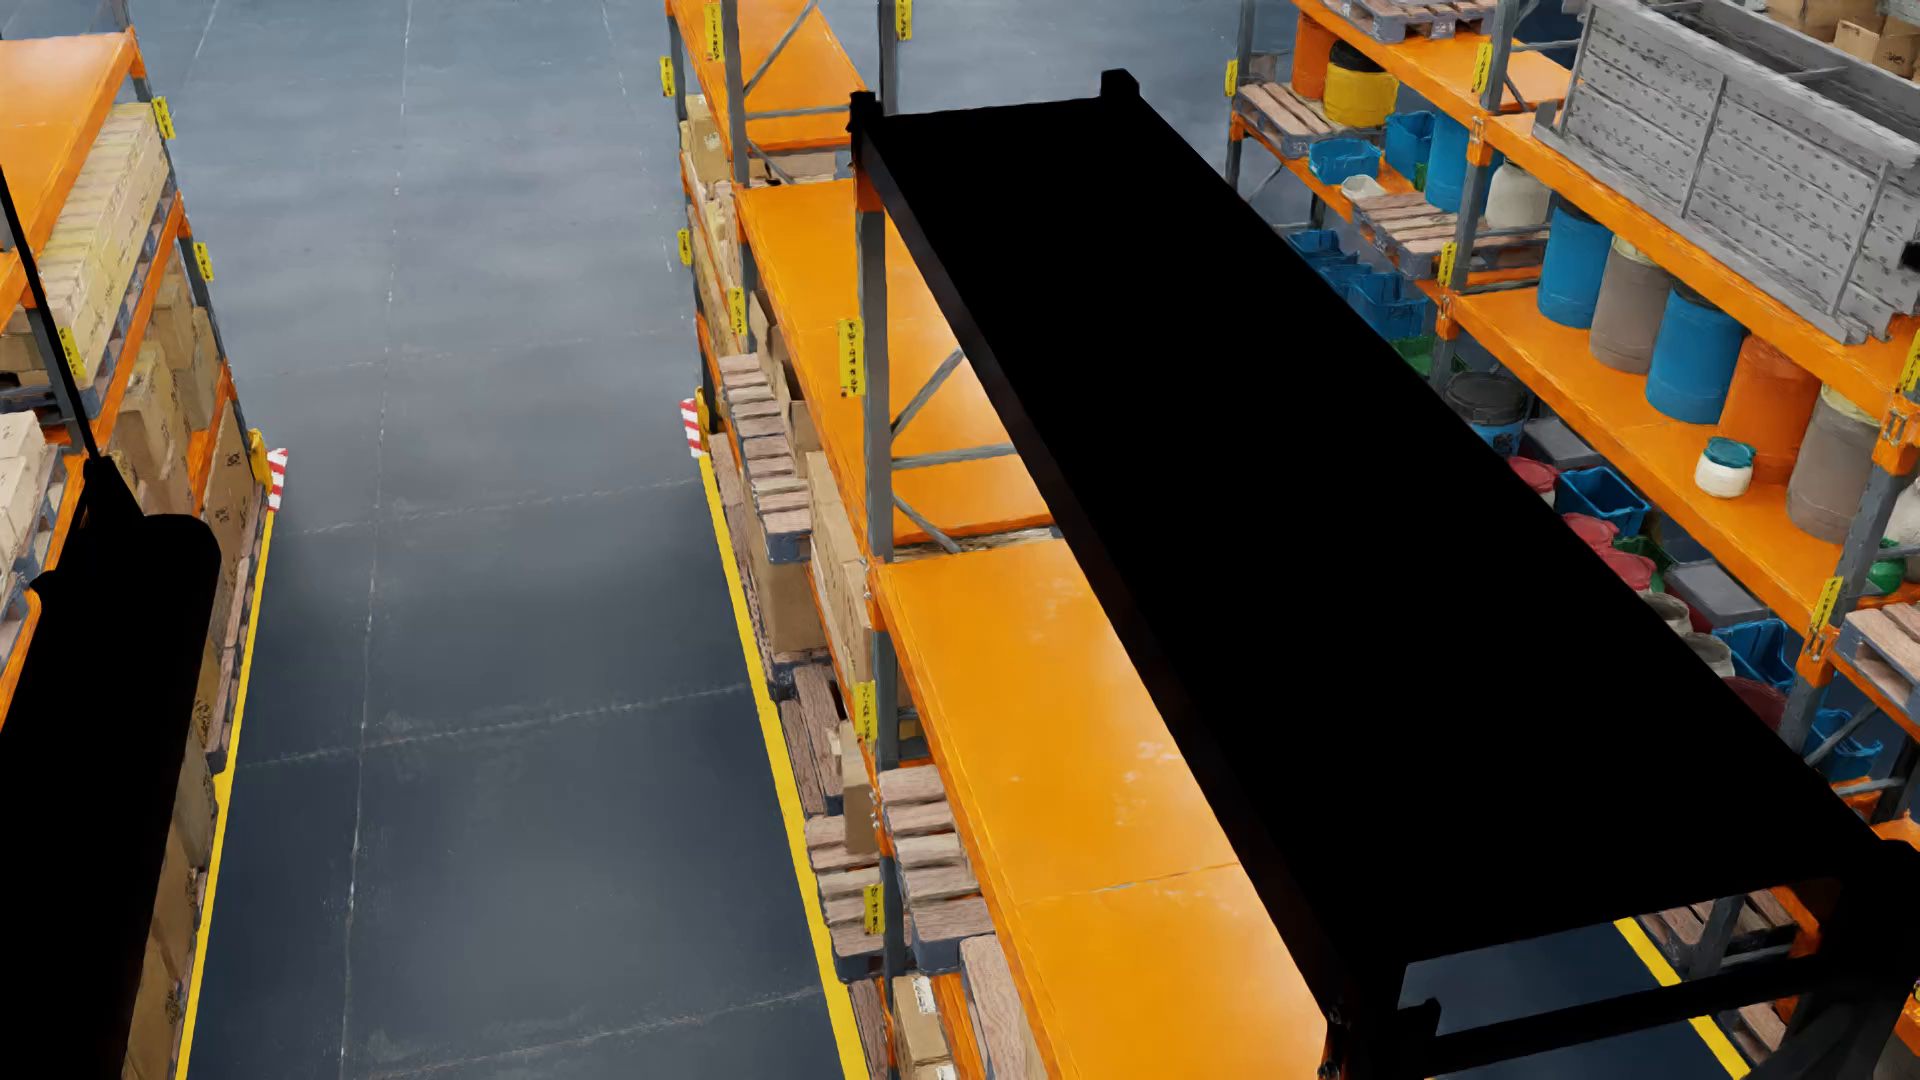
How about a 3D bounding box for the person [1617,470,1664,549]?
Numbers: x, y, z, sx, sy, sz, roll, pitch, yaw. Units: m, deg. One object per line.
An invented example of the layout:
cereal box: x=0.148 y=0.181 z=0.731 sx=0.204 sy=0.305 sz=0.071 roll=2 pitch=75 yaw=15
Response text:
person: x=5.520 y=-0.537 z=13.342 sx=0.588 sy=1.700 sz=1.193 roll=-10 pitch=36 yaw=-14
